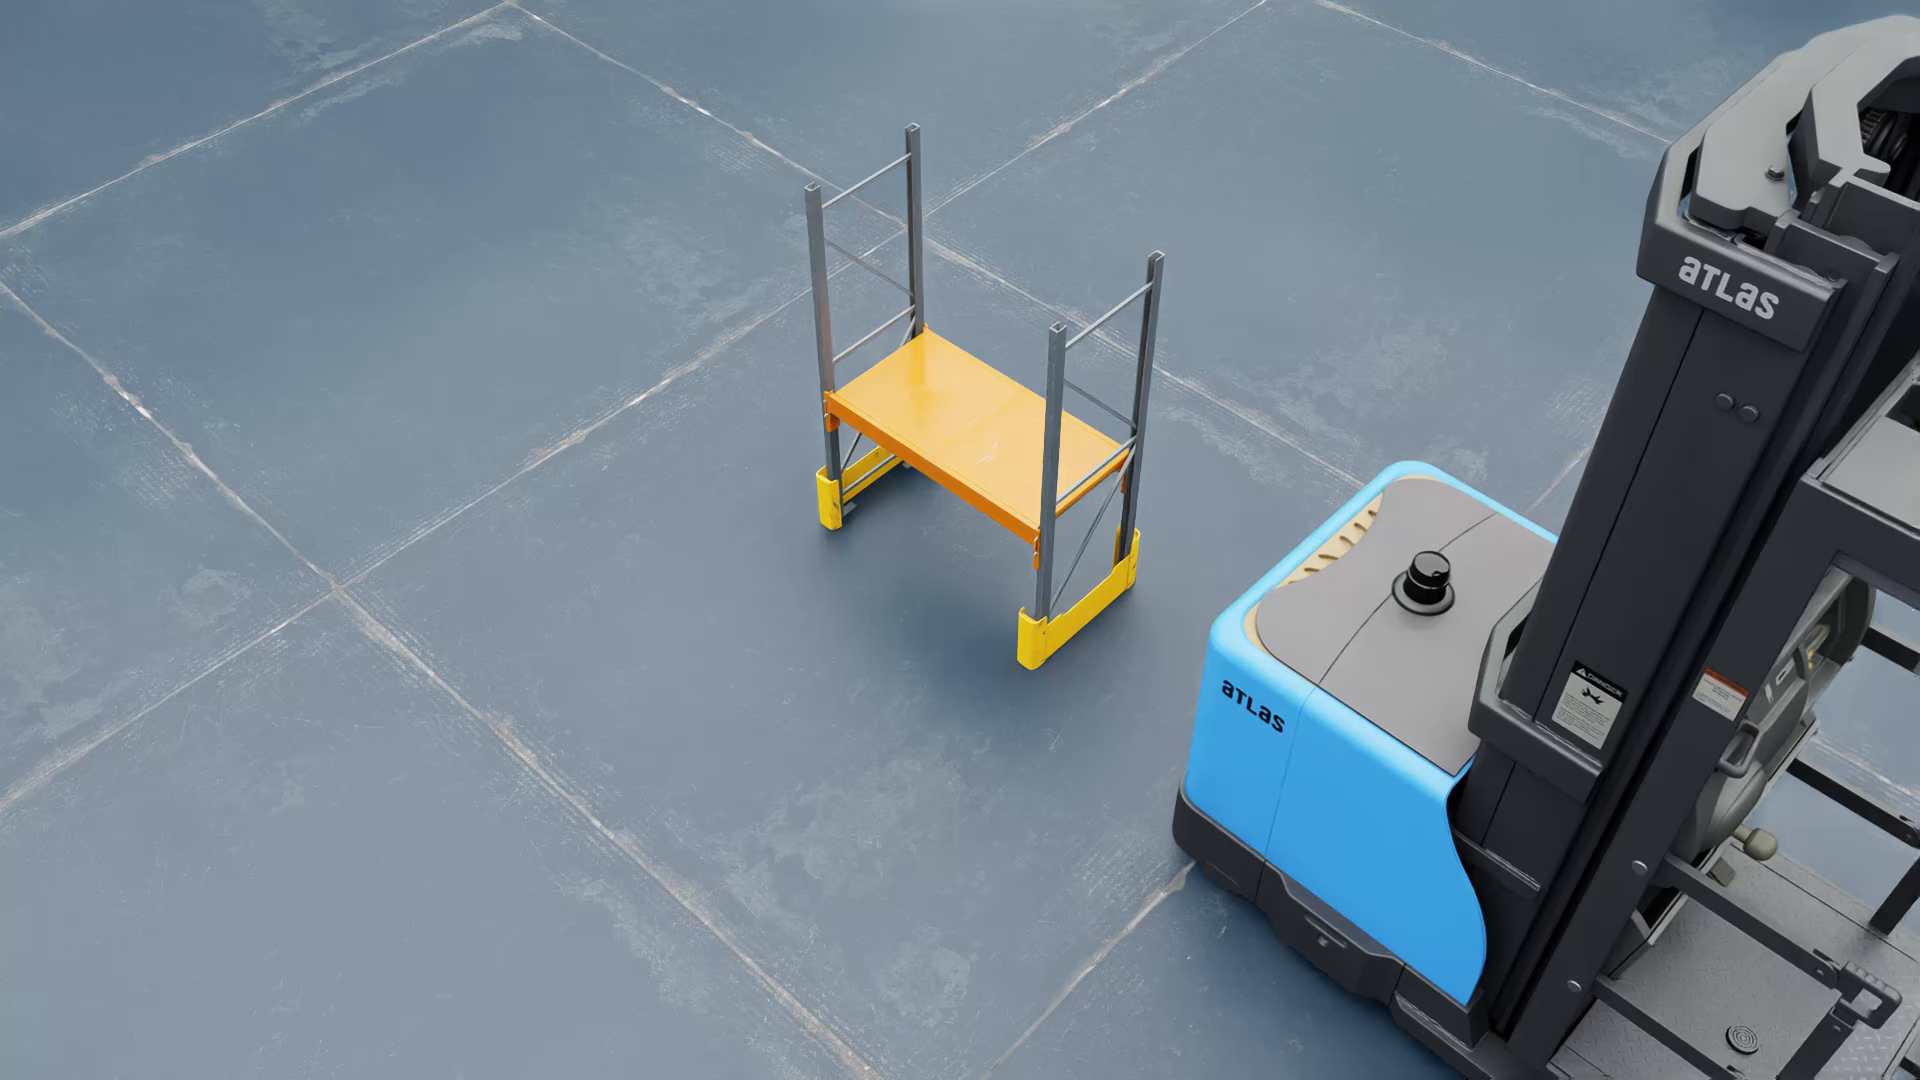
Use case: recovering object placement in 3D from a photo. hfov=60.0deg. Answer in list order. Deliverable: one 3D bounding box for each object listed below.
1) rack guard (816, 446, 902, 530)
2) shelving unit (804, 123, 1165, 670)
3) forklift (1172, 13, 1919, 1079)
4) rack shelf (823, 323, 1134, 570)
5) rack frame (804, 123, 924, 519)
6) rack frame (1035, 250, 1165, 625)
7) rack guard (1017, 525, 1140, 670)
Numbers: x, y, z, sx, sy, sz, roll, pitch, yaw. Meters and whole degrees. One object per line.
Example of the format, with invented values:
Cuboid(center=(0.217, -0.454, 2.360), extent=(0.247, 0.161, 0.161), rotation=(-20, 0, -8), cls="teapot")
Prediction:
Cuboid(center=(-0.310, -0.294, 6.355), extent=(0.087, 0.250, 0.587), rotation=(34, 55, 28), cls="rack guard")
Cuboid(center=(0.056, -0.476, 5.668), extent=(1.083, 1.500, 0.587), rotation=(34, 55, 28), cls="shelving unit")
Cuboid(center=(2.083, 0.465, 3.803), extent=(3.031, 2.935, 1.130), rotation=(35, 56, 28), cls="forklift")
Cuboid(center=(0.063, -0.348, 5.795), extent=(1.000, 0.185, 0.538), rotation=(34, 55, 28), cls="rack shelf")
Cuboid(center=(-0.311, -0.723, 5.900), extent=(0.032, 1.500, 0.500), rotation=(34, 55, 28), cls="rack frame")
Cuboid(center=(0.436, -0.220, 5.428), extent=(0.032, 1.500, 0.500), rotation=(34, 55, 28), cls="rack frame")
Cuboid(center=(0.422, 0.198, 5.892), extent=(0.087, 0.250, 0.587), rotation=(34, 55, 28), cls="rack guard")
